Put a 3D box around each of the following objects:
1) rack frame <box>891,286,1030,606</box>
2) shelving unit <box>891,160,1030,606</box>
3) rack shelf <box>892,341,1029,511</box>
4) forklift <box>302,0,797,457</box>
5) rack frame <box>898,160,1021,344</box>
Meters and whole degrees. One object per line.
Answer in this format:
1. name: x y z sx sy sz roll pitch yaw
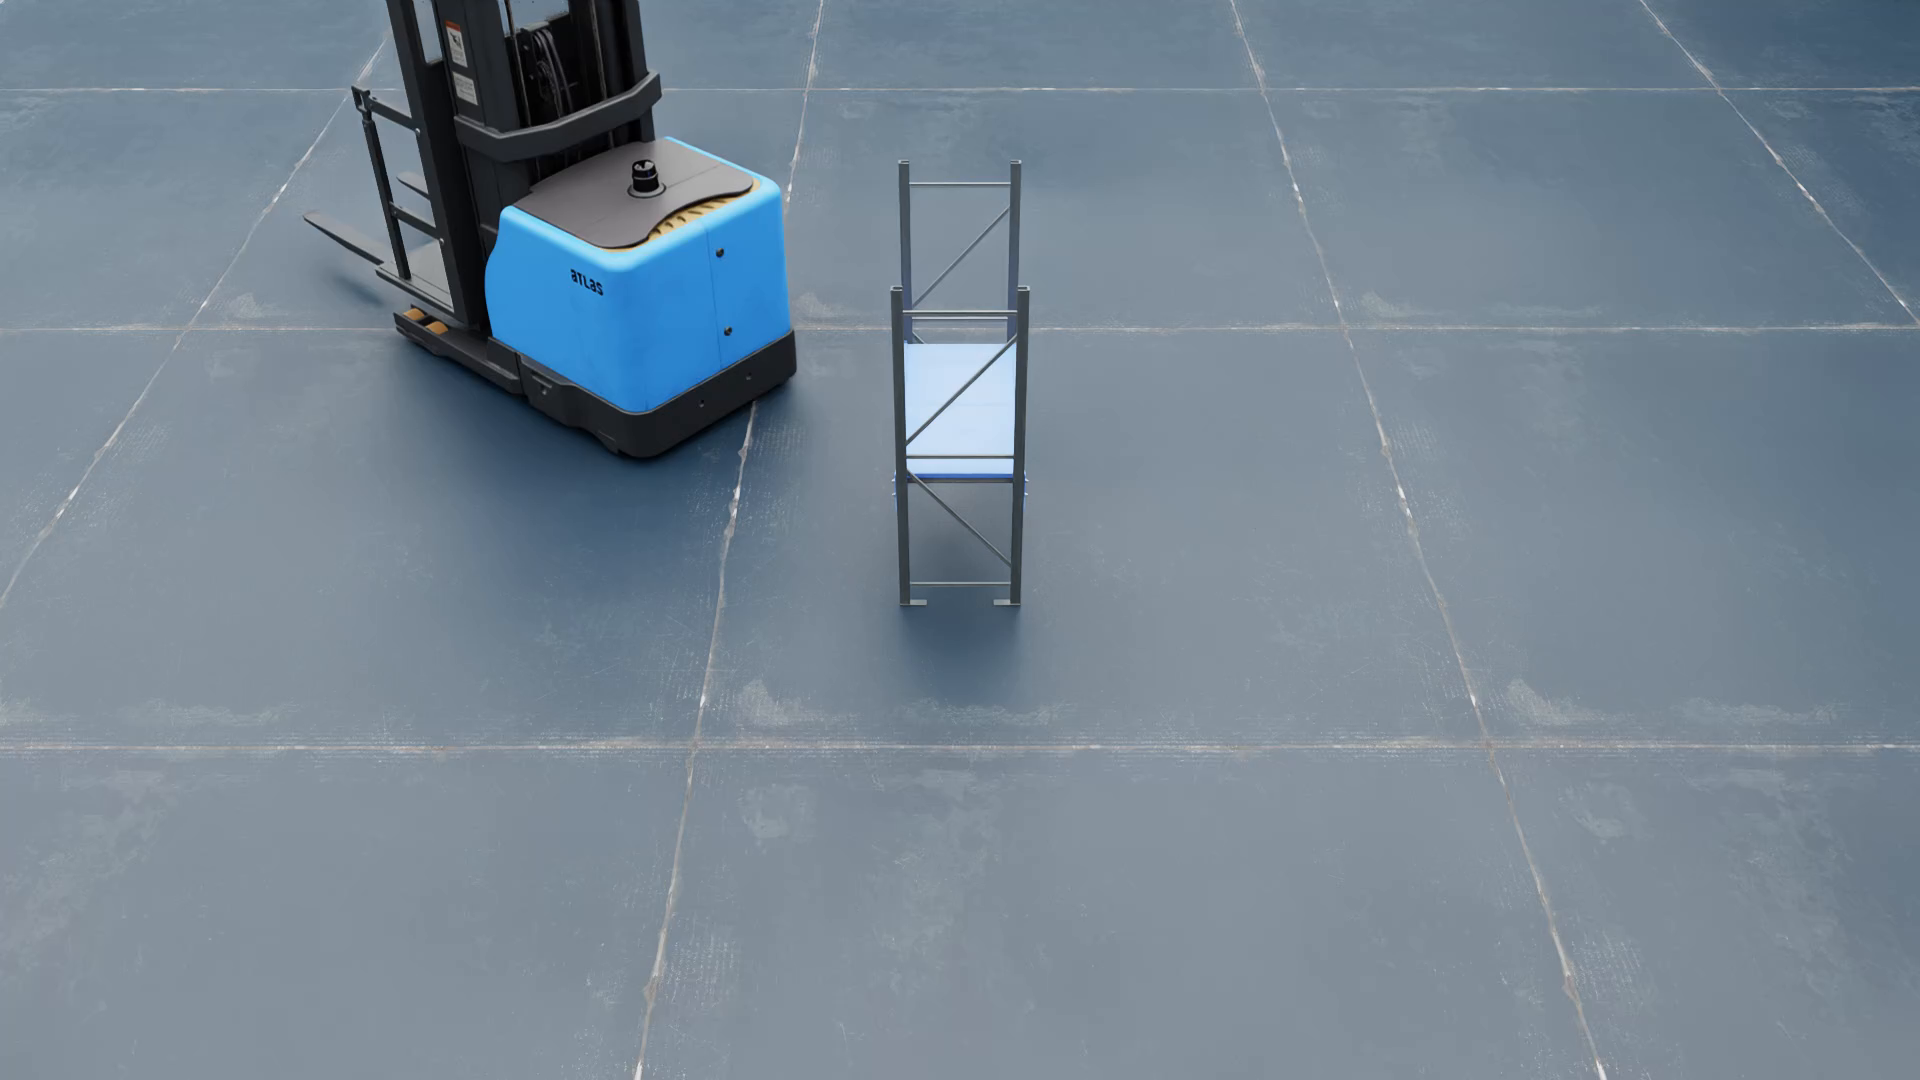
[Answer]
1. rack frame: 0.000 -0.321 6.451 0.500 1.500 0.032 0 39 0
2. shelving unit: 0.000 -0.639 6.848 0.538 1.500 1.048 0 39 0
3. rack shelf: 0.000 -0.498 6.960 0.538 0.185 1.000 0 39 0
4. forklift: -2.249 -2.302 7.779 3.031 2.935 1.130 28 47 31
5. rack frame: -0.001 -0.956 7.244 0.500 1.500 0.032 0 39 0
